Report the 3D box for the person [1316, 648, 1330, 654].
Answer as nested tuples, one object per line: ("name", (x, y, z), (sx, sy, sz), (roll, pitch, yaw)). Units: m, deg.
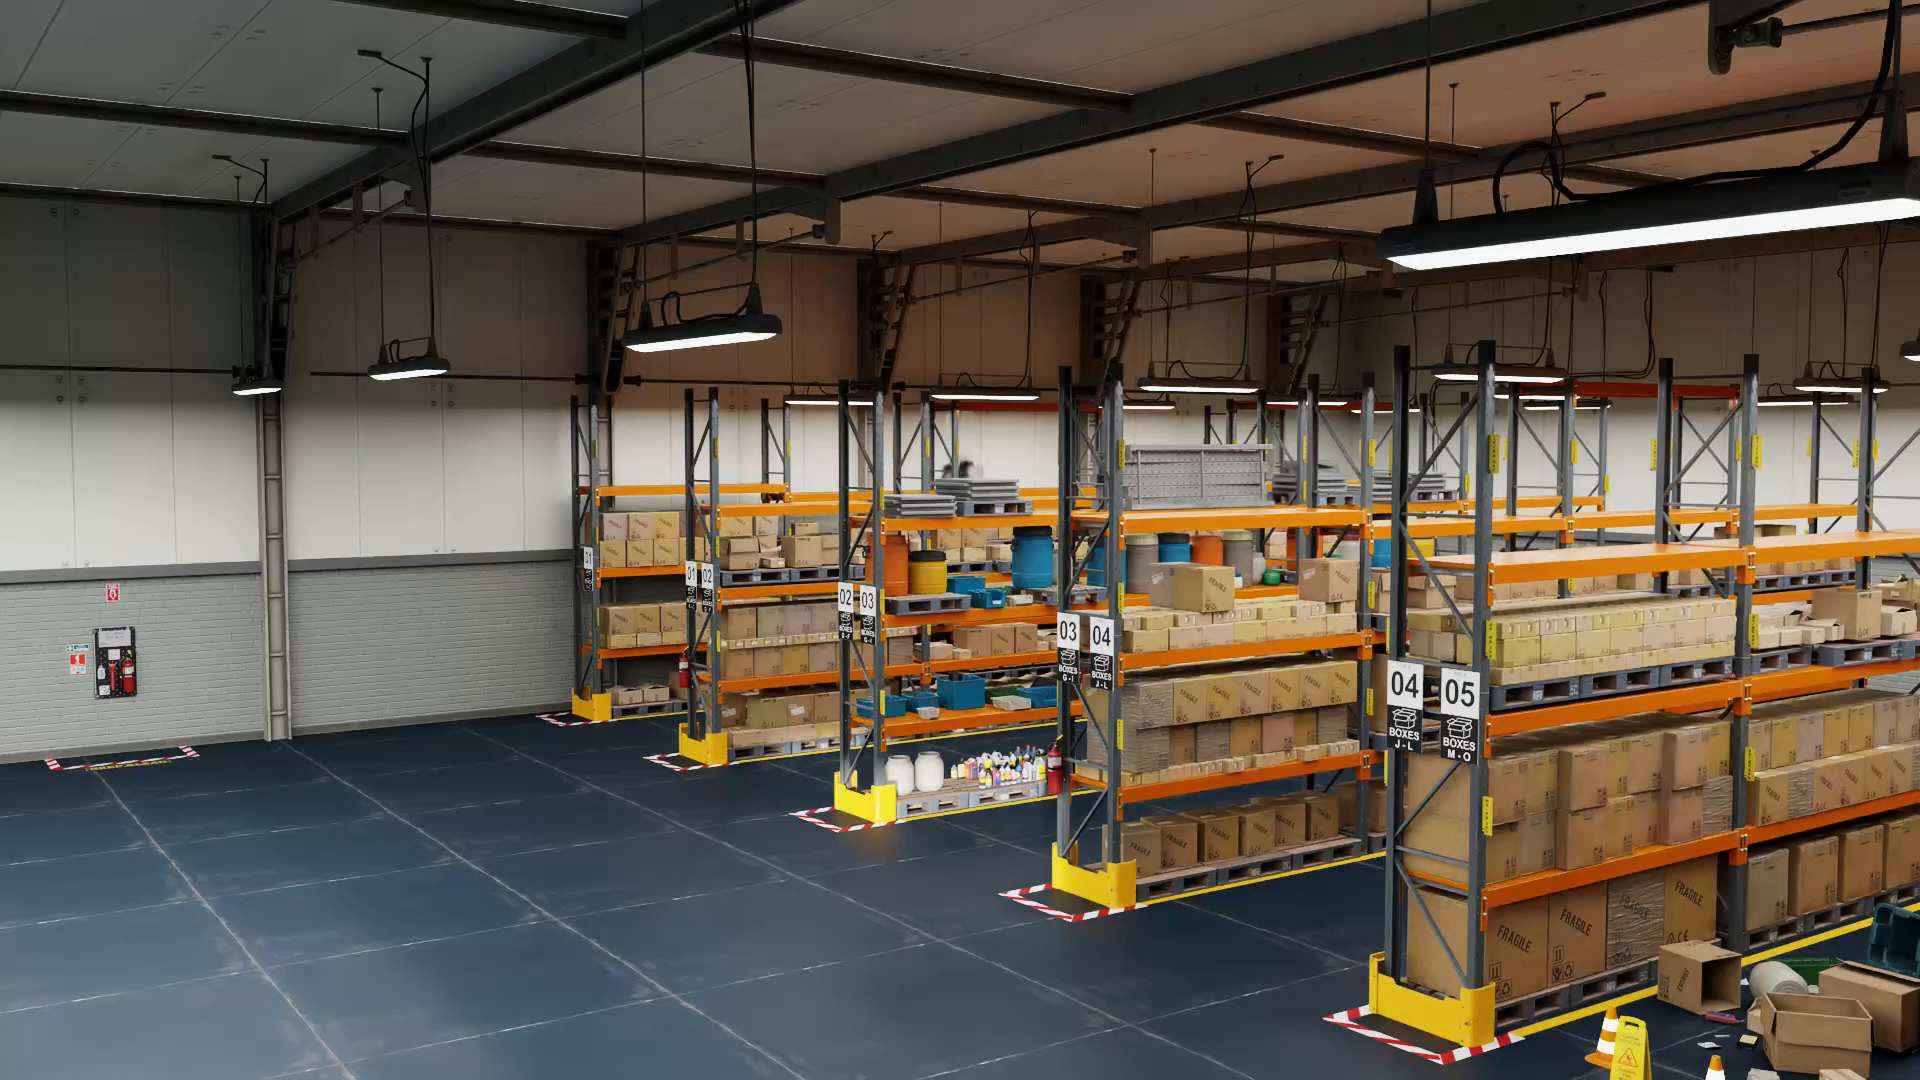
("person", (6.900, 2.394, 31.957), (0.826, 1.670, 0.583), (-3, 5, -44))
